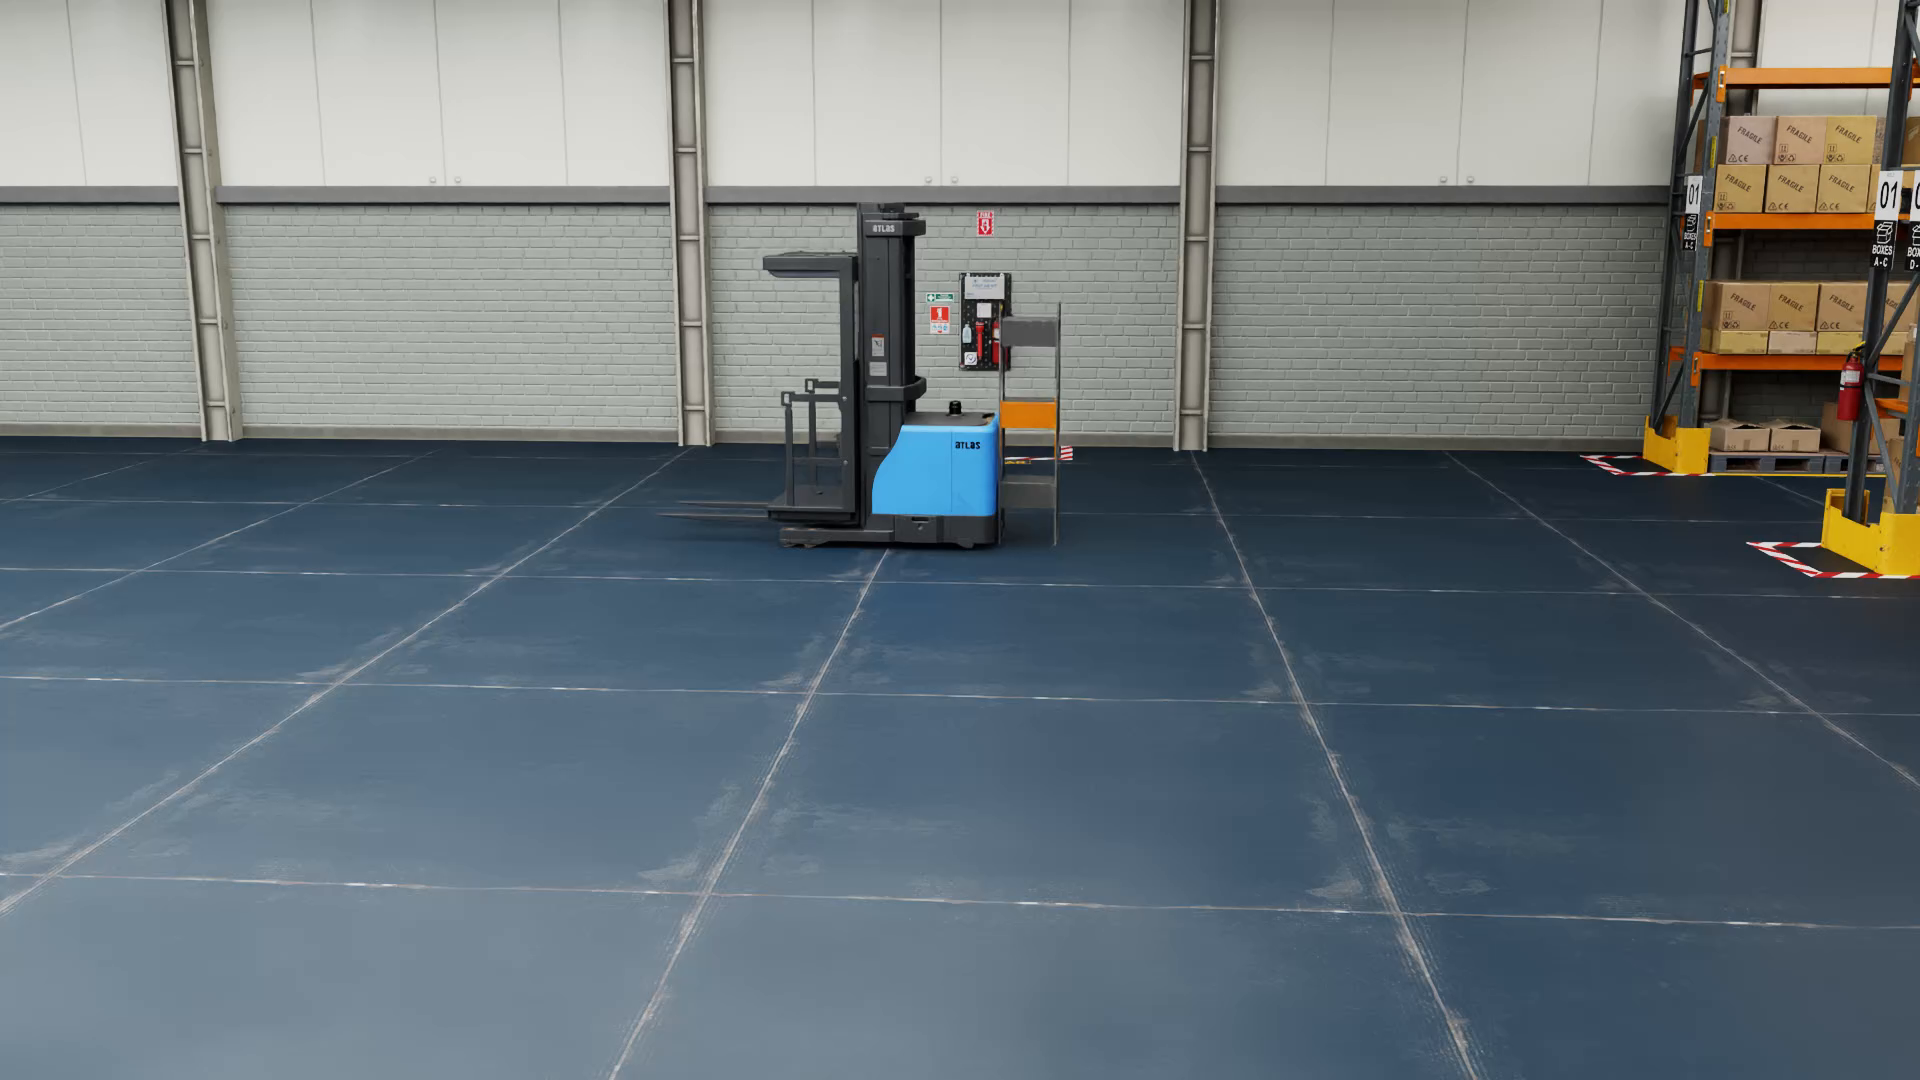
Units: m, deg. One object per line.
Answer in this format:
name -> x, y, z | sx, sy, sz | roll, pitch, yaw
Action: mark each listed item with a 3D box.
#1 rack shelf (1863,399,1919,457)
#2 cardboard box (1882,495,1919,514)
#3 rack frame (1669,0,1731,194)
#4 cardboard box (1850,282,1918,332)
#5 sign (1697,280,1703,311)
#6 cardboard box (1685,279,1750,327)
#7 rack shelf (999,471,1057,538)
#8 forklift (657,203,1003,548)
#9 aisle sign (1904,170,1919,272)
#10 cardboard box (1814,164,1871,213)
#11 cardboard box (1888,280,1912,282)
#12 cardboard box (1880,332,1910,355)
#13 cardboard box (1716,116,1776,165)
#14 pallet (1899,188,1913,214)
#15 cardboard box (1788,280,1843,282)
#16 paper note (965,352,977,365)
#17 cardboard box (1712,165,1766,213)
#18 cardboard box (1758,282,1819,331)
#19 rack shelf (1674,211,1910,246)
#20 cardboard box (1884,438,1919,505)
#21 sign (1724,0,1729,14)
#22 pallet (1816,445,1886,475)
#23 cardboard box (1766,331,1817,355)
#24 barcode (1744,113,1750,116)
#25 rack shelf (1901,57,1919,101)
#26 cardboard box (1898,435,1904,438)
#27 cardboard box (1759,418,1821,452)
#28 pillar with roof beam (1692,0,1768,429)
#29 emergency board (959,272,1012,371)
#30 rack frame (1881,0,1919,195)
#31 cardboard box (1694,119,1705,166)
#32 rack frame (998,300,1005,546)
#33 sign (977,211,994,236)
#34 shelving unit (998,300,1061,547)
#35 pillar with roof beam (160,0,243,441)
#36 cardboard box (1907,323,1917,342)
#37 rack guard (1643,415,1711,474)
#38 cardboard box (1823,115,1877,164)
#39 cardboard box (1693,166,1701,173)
rack shelf -> 9.663, -0.922, 13.606 | 4.000, 0.370, 1.077 | 1, 12, 4
cardboard box -> 8.223, -0.214, 14.155 | 0.500, 0.250, 0.500 | 1, 12, 4
rack frame -> 7.995, -5.250, 17.887 | 0.127, 3.000, 1.000 | 1, 12, 4
cardboard box -> 9.975, -2.527, 18.009 | 0.500, 0.500, 0.500 | 1, 12, 6
sign -> 7.959, -2.626, 17.883 | 0.005, 0.325, 0.100 | 1, 12, 4
cardboard box -> 8.480, -2.654, 18.614 | 0.500, 0.500, 0.500 | 1, 12, 3
rack shelf -> 0.607, -0.315, 14.631 | 0.480, 0.518, 0.431 | 1, 12, 6
forklift -> -1.149, -1.473, 14.654 | 3.031, 2.935, 1.130 | 1, 12, 6
aisle sign -> 7.582, -2.512, 13.102 | 0.004, 0.787, 0.394 | 1, 12, 4
cardboard box -> 9.364, -3.764, 17.816 | 0.500, 0.500, 0.500 | 1, 12, 6
cardboard box -> 10.518, -2.627, 18.486 | 0.500, 0.500, 0.500 | 1, 12, 5
cardboard box -> 9.992, -2.158, 18.078 | 0.500, 0.250, 0.500 | 1, 12, 4
cardboard box -> 8.363, -4.275, 17.817 | 0.500, 0.500, 0.500 | 0, 12, 0
pallet -> 8.372, -2.711, 13.293 | 1.213, 0.211, 1.003 | 1, 12, 4
cardboard box -> 9.497, -2.639, 18.542 | 0.500, 0.500, 0.500 | 0, 12, 2
paper note -> 0.130, -2.190, 20.061 | 0.142, 0.148, 0.016 | 1, 12, 4
cardboard box -> 8.312, -3.785, 17.916 | 0.500, 0.500, 0.500 | 1, 12, 5
cardboard box -> 8.944, -2.540, 18.071 | 0.500, 0.500, 0.500 | 1, 12, 4
rack shelf -> 9.991, -3.402, 18.137 | 4.000, 0.370, 1.077 | 1, 12, 4
cardboard box -> 8.223, -0.582, 14.080 | 0.500, 0.500, 0.500 | 1, 12, 4
sign -> 7.959, -5.635, 17.253 | 0.005, 0.325, 0.100 | 1, 12, 4
pallet -> 10.093, -0.912, 18.612 | 1.213, 0.211, 1.003 | 1, 12, 4
cardboard box -> 8.980, -2.174, 18.152 | 0.500, 0.250, 0.500 | 0, 12, 2
barcode -> 8.737, -4.706, 18.462 | 0.075, 0.075, 0.001 | 1, 12, 4
rack shelf -> 9.663, -3.663, 13.033 | 4.000, 0.370, 1.077 | 1, 12, 4
cardboard box -> 10.392, -1.105, 18.611 | 0.250, 0.149, 0.380 | 0, 12, -1
cardboard box -> 9.248, -1.177, 18.561 | 0.500, 0.311, 0.500 | 2, 12, 8
pillar with roof beam -> 8.464, -4.537, 14.482 | 0.400, 9.000, 9.100 | 1, 12, 4
emergency board -> 0.302, -2.604, 19.892 | 0.643, 1.169, 0.194 | 1, 12, 4
rack frame -> 7.668, -4.238, 13.049 | 0.127, 3.000, 1.000 | 1, 12, 4
cardboard box -> 8.443, -4.377, 18.307 | 0.500, 0.500, 0.500 | 1, 12, 6
rack frame -> 0.364, -1.019, 14.513 | 0.015, 2.100, 0.400 | 1, 12, 6
sign -> 0.300, -3.759, 19.752 | 0.199, 0.298, 0.001 | 1, 12, 4
shelving unit -> 0.607, -1.014, 14.485 | 0.503, 2.100, 0.431 | 1, 12, 6
pillar with roof beam -> -9.496, -4.784, 15.659 | 0.400, 9.000, 9.100 | 1, 12, 4
cardboard box -> 8.062, -1.701, 13.748 | 0.250, 0.149, 0.380 | 1, 12, 3
rack guard -> 8.071, -1.089, 18.752 | 0.348, 0.500, 1.175 | 1, 12, 4
cardboard box -> 9.372, -4.253, 17.712 | 0.500, 0.500, 0.500 | 1, 12, 5
cardboard box -> 8.428, -3.886, 18.402 | 0.500, 0.500, 0.500 | 2, 12, 8
